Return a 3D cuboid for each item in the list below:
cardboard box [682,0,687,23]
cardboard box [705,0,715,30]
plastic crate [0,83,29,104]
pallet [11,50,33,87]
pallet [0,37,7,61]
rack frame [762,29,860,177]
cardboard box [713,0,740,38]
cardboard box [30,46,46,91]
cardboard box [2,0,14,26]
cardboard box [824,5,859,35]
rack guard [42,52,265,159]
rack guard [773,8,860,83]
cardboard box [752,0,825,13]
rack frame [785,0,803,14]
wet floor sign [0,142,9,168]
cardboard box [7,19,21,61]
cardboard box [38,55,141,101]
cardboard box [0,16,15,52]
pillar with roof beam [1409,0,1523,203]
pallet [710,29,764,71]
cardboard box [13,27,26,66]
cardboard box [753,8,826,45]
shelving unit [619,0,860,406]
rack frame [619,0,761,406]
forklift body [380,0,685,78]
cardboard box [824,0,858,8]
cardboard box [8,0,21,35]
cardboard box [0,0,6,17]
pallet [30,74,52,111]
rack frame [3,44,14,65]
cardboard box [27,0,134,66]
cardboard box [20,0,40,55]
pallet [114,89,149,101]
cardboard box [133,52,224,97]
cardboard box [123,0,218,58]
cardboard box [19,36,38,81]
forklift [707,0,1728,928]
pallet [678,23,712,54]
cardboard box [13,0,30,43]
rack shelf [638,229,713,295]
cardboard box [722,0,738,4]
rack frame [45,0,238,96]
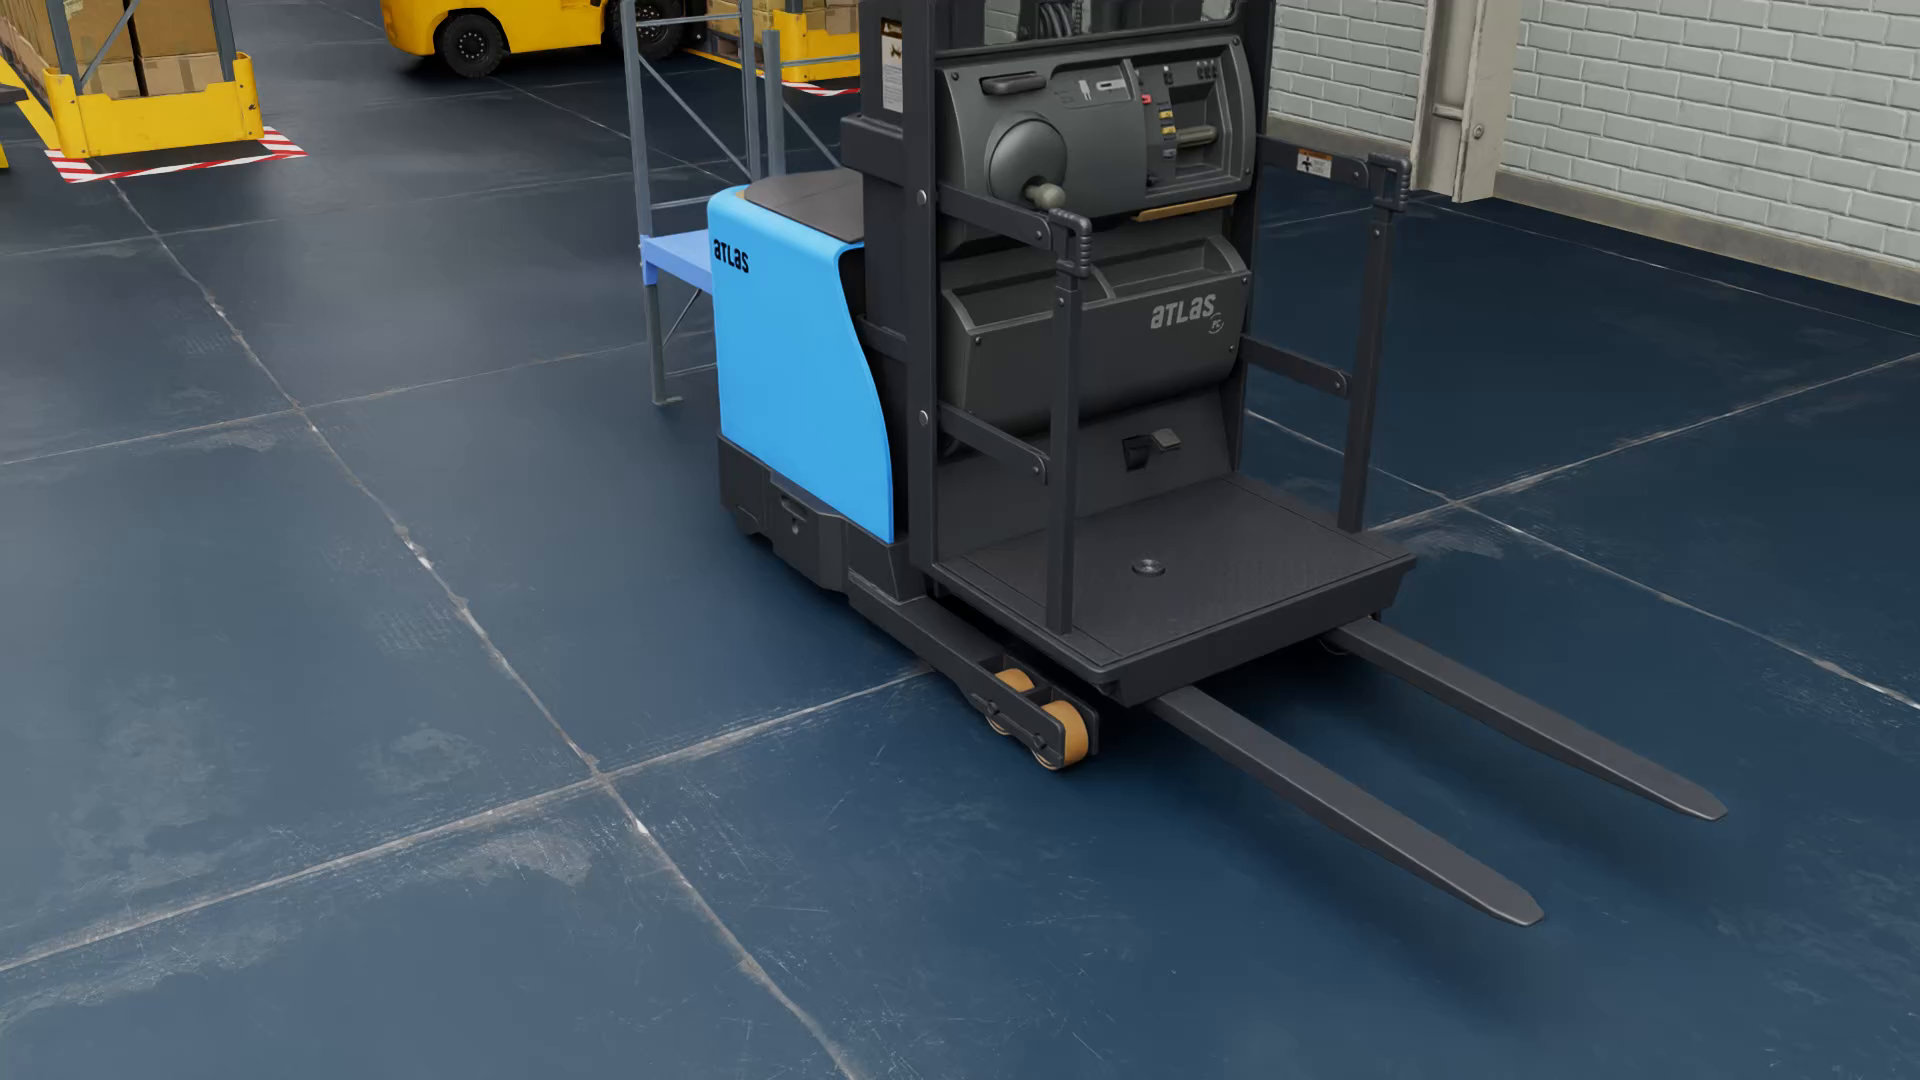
[{"bbox_3d":[-2.223,-4.596,14.201,0.500,0.250,0.500,-15,29,-28],"label":"cardboard box"},{"bbox_3d":[-1.921,-4.415,13.818,0.500,0.250,0.500,-15,29,-29],"label":"cardboard box"},{"bbox_3d":[-7.041,-3.213,11.962,0.583,0.080,0.402,18,31,33],"label":"plastic crate"},{"bbox_3d":[-6.815,-3.793,13.037,1.003,0.211,1.213,-16,29,-30],"label":"pallet"},{"bbox_3d":[-7.637,-4.303,14.118,1.003,0.211,1.213,-16,29,-30],"label":"pallet"},{"bbox_3d":[-0.377,-0.899,5.397,0.500,1.500,0.032,-17,30,-31],"label":"rack frame"},{"bbox_3d":[-1.655,-4.234,13.435,0.500,0.250,0.500,-16,29,-30],"label":"cardboard box"},{"bbox_3d":[-5.970,-3.215,11.276,0.500,0.250,0.500,-15,29,-29],"label":"cardboard box"},{"bbox_3d":[-6.813,-4.109,12.291,0.500,0.500,0.500,-14,29,-28],"label":"cardboard box"},{"bbox_3d":[-0.975,-4.181,13.322,0.500,0.250,0.500,-15,29,-29],"label":"cardboard box"},{"bbox_3d":[-5.069,-2.752,10.494,1.175,0.500,0.348,-16,29,-30],"label":"rack guard"},{"bbox_3d":[-0.858,-3.874,12.871,1.175,0.500,0.348,-16,29,-30],"label":"rack guard"},{"bbox_3d":[-1.398,-4.287,12.961,0.500,0.250,0.500,-16,30,-30],"label":"cardboard box"},{"bbox_3d":[-0.871,-5.013,12.356,1.000,3.000,0.127,-16,29,-30],"label":"rack frame"},{"bbox_3d":[-5.820,-2.473,9.733,0.267,0.644,0.232,-6,26,-12],"label":"wet floor sign"},{"bbox_3d":[-6.814,-3.770,12.452,0.500,0.250,0.500,-14,29,-27],"label":"cardboard box"},{"bbox_3d":[-5.707,-3.037,10.898,0.500,0.250,0.500,-16,29,-30],"label":"cardboard box"},{"bbox_3d":[-7.115,-3.958,12.851,0.500,0.250,0.500,-17,30,-32],"label":"cardboard box"},{"bbox_3d":[-0.827,-5.036,5.377,9.100,9.000,0.400,-16,29,-30],"label":"pillar with roof beam"},{"bbox_3d":[-1.323,-4.016,13.510,1.003,0.211,1.213,-16,29,-30],"label":"pallet"},{"bbox_3d":[-6.523,-3.581,12.051,0.500,0.250,0.500,-16,30,-30],"label":"cardboard box"},{"bbox_3d":[-1.392,-4.054,13.053,0.500,0.250,0.500,-15,29,-29],"label":"cardboard box"},{"bbox_3d":[-0.668,-1.077,5.774,0.538,1.500,1.048,-17,30,-31],"label":"shelving unit"},{"bbox_3d":[-0.960,-1.255,6.151,0.500,1.500,0.032,-17,30,-31],"label":"rack frame"},{"bbox_3d":[-3.434,-4.883,13.073,2.313,2.155,1.214,-16,29,-30],"label":"forklift body"},{"bbox_3d":[-0.953,-4.402,13.205,0.500,0.250,0.500,-15,29,-29],"label":"cardboard box"},{"bbox_3d":[-6.531,-3.923,11.897,0.500,0.500,0.500,-14,29,-27],"label":"cardboard box"},{"bbox_3d":[-7.115,-4.298,12.690,0.500,0.500,0.500,-14,29,-27],"label":"cardboard box"},{"bbox_3d":[-6.145,-3.356,12.112,1.003,0.211,1.213,-16,29,-30],"label":"pallet"},{"bbox_3d":[-7.211,-5.286,12.934,1.000,3.000,0.127,-16,29,-30],"label":"rack frame"},{"bbox_3d":[-5.683,-3.367,10.718,0.500,0.500,0.500,-15,29,-29],"label":"cardboard box"},{"bbox_3d":[-5.971,-3.552,11.112,0.500,0.500,0.500,-14,29,-28],"label":"cardboard box"},{"bbox_3d":[-5.483,-2.920,11.189,1.003,0.211,1.213,-16,29,-30],"label":"pallet"},{"bbox_3d":[-5.236,-3.155,11.148,0.500,0.250,0.500,-16,30,-30],"label":"cardboard box"},{"bbox_3d":[-5.250,-3.502,11.006,0.500,0.500,0.500,-17,30,-31],"label":"cardboard box"},{"bbox_3d":[-6.261,-3.401,11.670,0.500,0.250,0.500,-17,30,-31],"label":"cardboard box"},{"bbox_3d":[0.486,-0.999,3.933,1.130,2.935,3.031,-17,30,-31],"label":"forklift"},{"bbox_3d":[-1.985,-4.452,14.433,1.003,0.211,1.213,-16,29,-30],"label":"pallet"},{"bbox_3d":[-6.241,-3.735,11.498,0.500,0.500,0.500,-16,30,-31],"label":"cardboard box"},{"bbox_3d":[-0.668,-0.914,5.851,0.538,0.185,1.000,-17,30,-31],"label":"rack shelf"},{"bbox_3d":[-1.663,-4.469,13.346,0.500,0.250,0.500,-16,30,-30],"label":"cardboard box"},{"bbox_3d":[-5.027,-3.855,9.903,1.000,3.000,0.127,-16,29,-30],"label":"rack frame"}]
